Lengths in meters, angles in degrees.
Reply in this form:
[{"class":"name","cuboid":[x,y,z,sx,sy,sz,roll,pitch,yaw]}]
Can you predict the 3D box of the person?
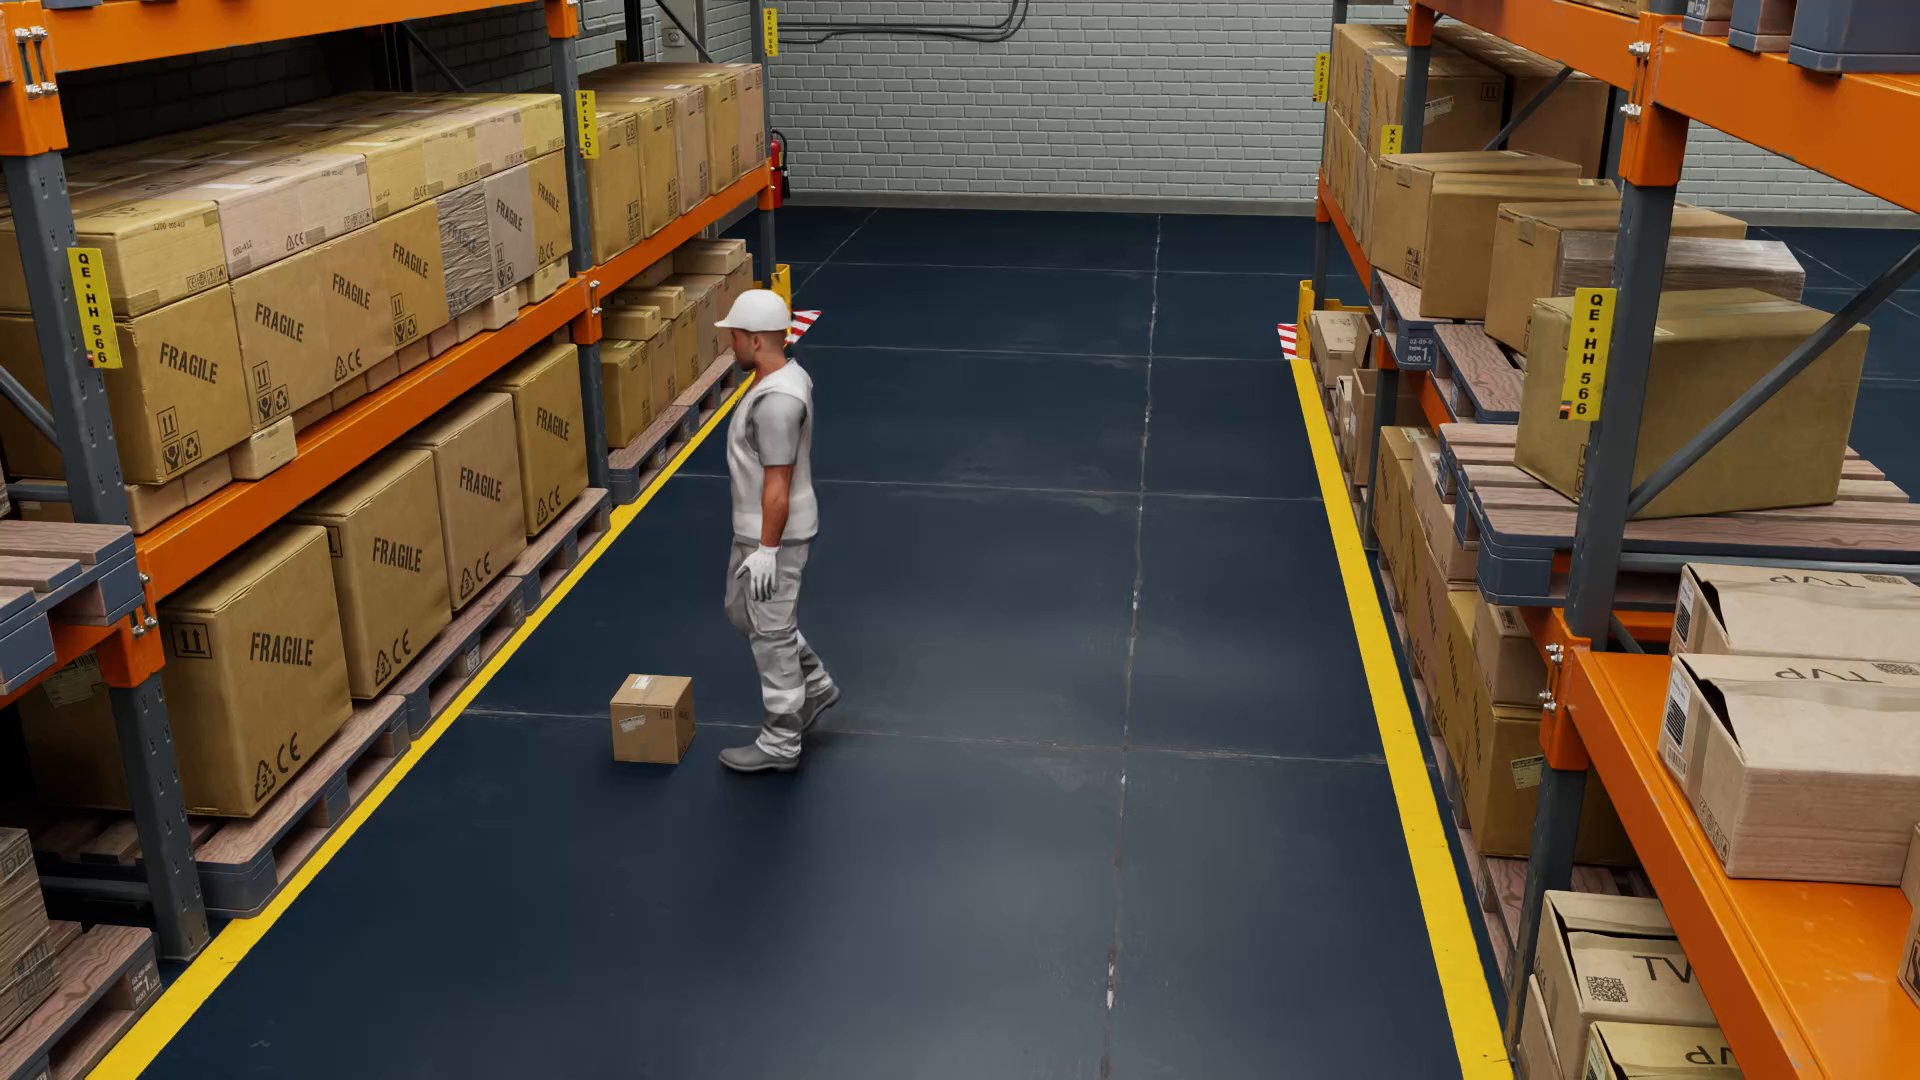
[{"class":"person","cuboid":[-0.681,-0.012,6.048,0.481,1.789,0.588,-3,21,-7]}]
